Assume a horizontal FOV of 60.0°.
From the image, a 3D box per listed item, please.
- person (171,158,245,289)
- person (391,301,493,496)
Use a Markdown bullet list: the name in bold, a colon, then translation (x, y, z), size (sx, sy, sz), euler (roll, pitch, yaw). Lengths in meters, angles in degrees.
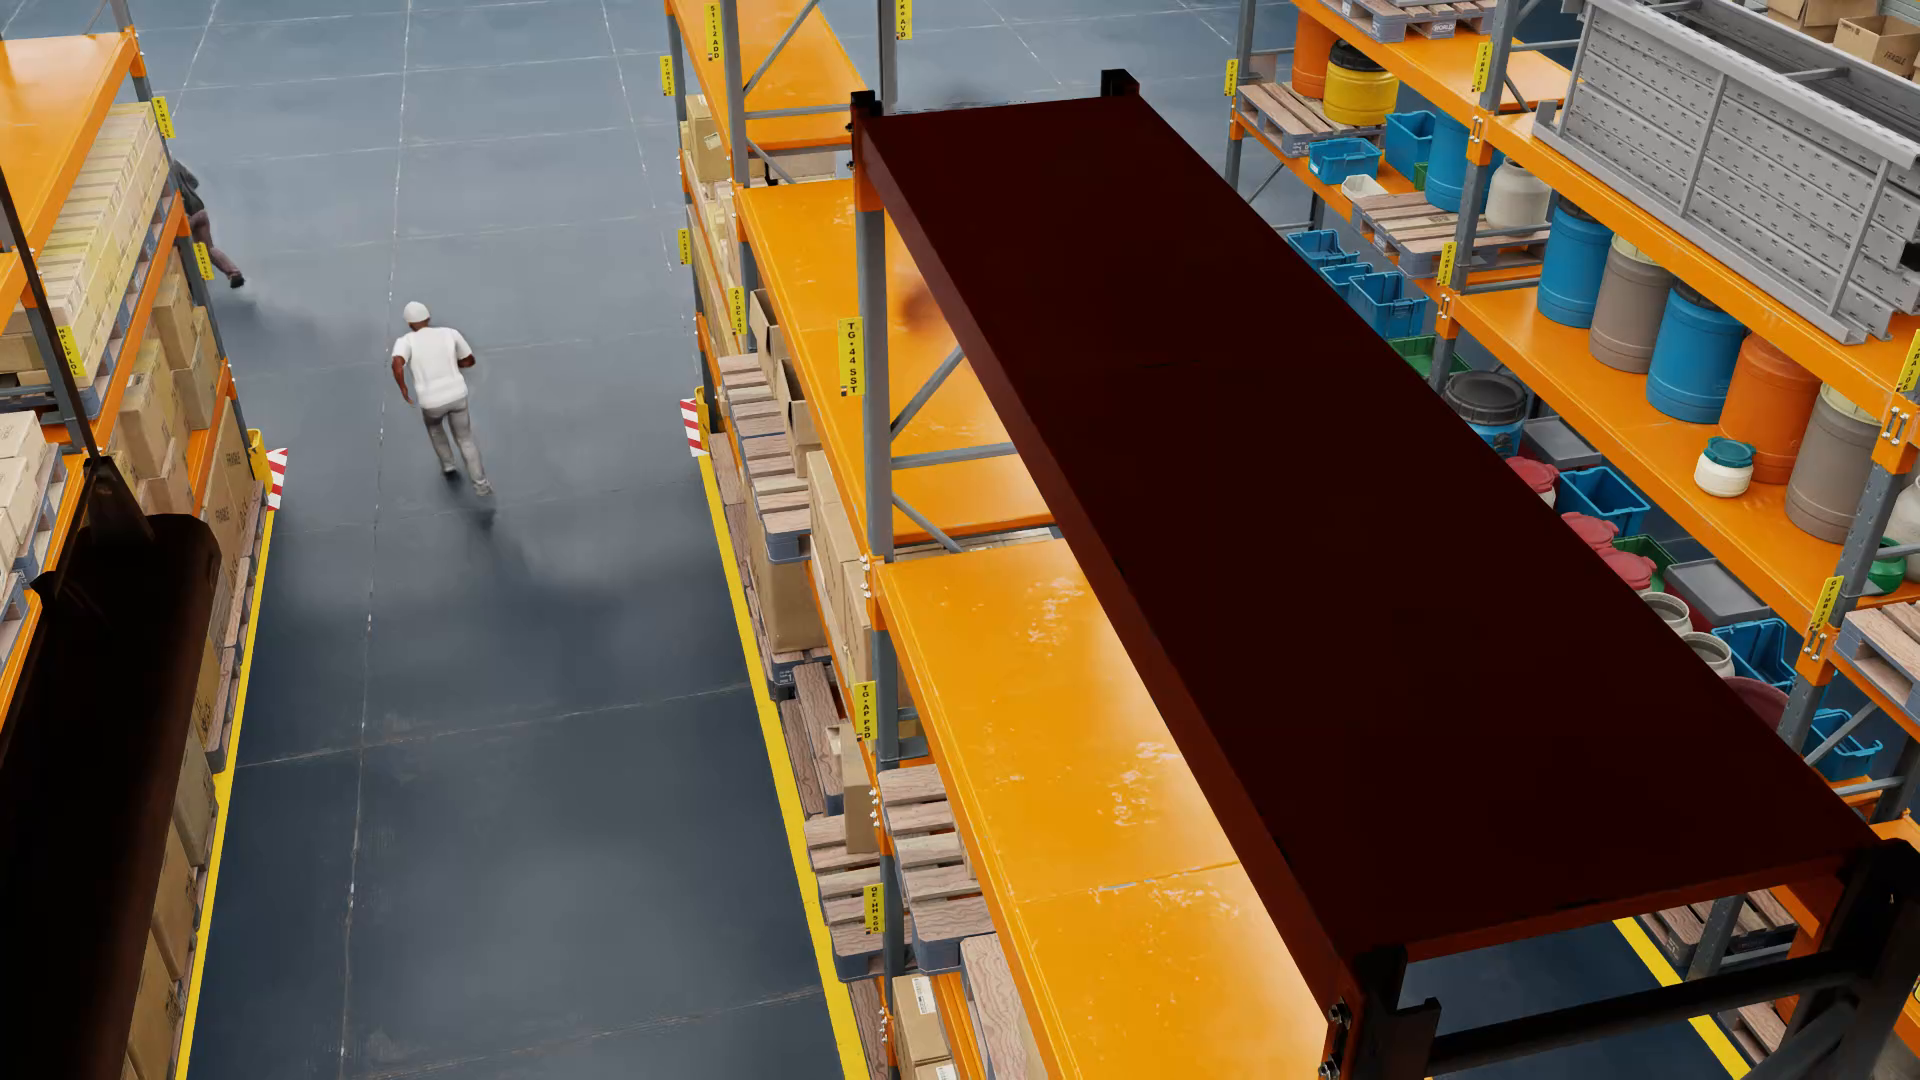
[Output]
- **person**: translation (-8.097, -3.322, 17.524), size (1.009, 1.682, 0.697), euler (13, 37, 19)
- **person**: translation (-4.429, -1.135, 14.322), size (0.747, 1.717, 1.045), euler (-23, 40, -29)
